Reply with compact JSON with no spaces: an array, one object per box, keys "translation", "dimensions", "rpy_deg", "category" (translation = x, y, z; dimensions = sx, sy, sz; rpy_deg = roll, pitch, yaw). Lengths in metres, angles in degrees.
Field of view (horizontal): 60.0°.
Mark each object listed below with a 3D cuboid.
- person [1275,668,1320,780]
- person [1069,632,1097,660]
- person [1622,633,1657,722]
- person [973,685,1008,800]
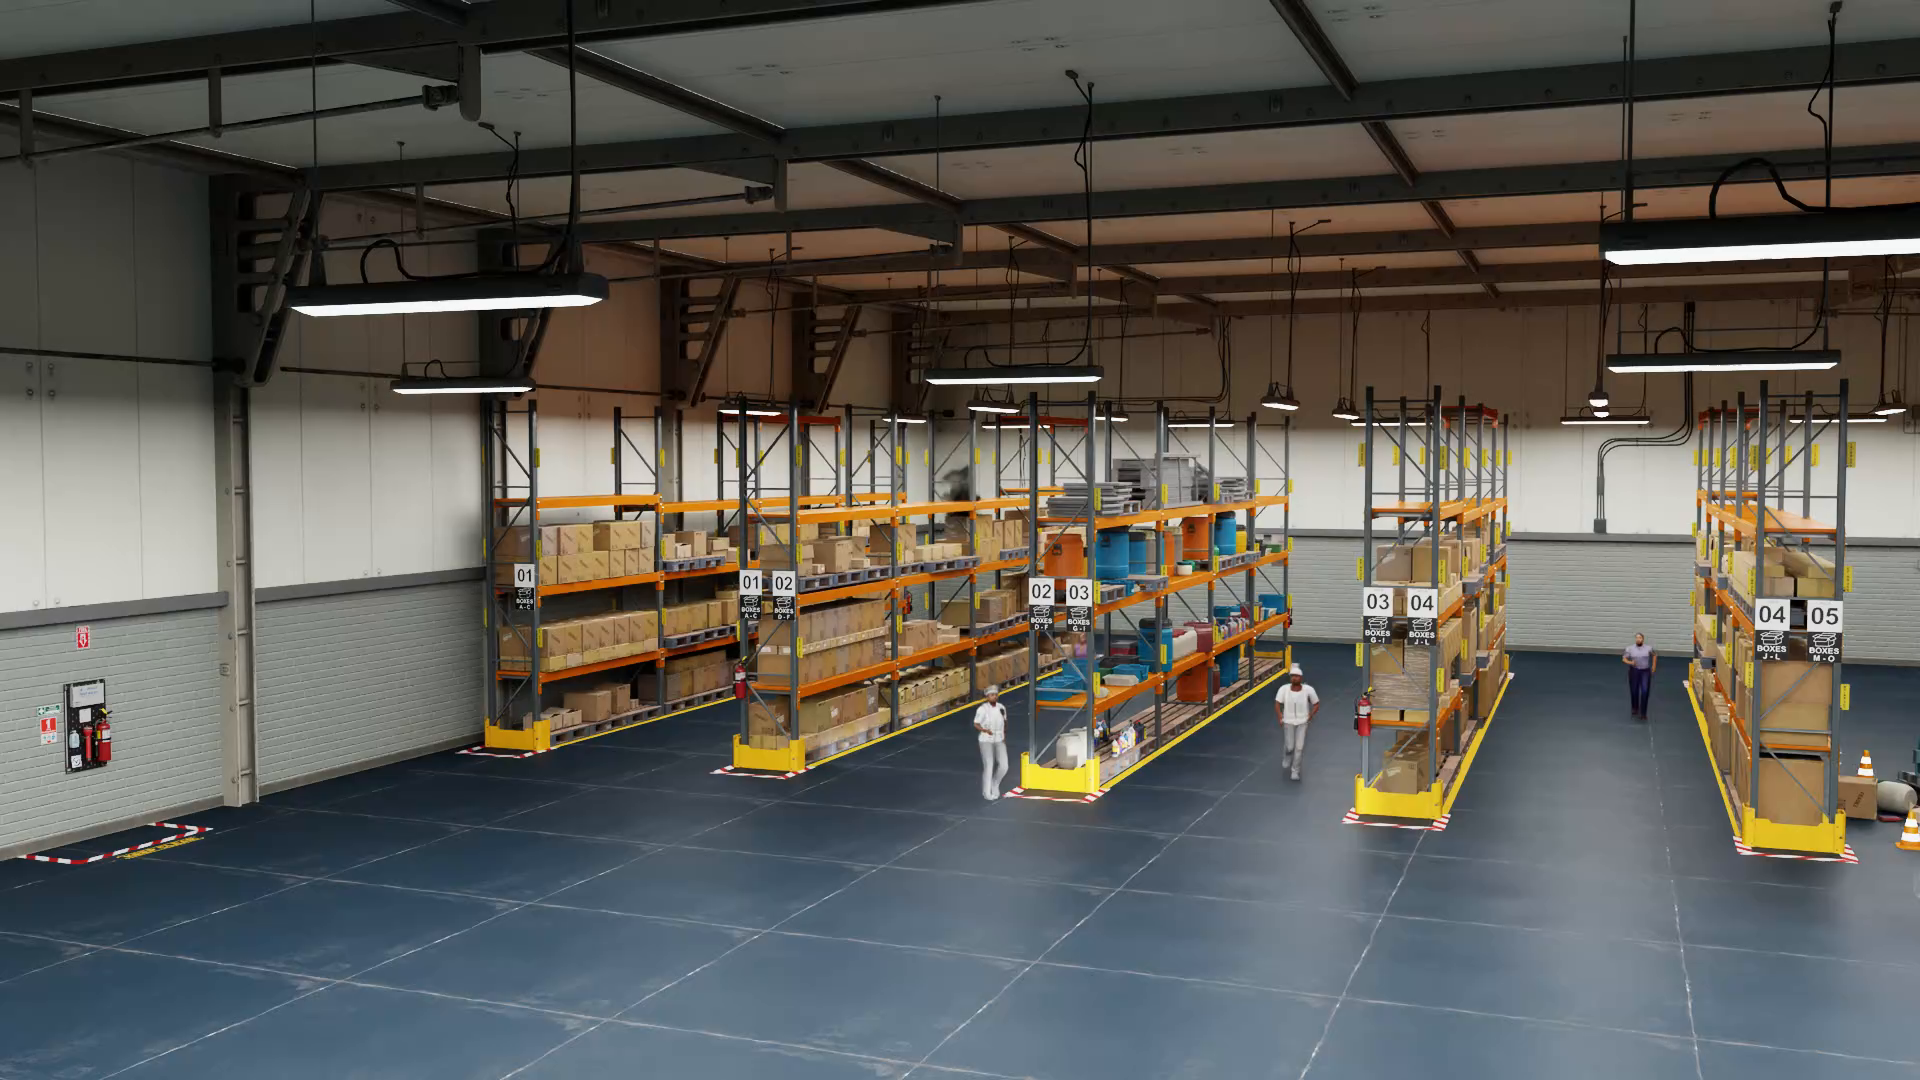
[{"translation":[5.285,2.860,26.047],"dimensions":[0.691,1.734,0.632],"rpy_deg":[1,3,14],"category":"person"},{"translation":[2.414,2.601,32.883],"dimensions":[0.543,1.567,0.530],"rpy_deg":[1,3,17],"category":"person"},{"translation":[13.034,2.619,31.906],"dimensions":[0.607,1.691,0.844],"rpy_deg":[1,3,24],"category":"person"},{"translation":[0.505,2.977,24.357],"dimensions":[0.582,1.681,0.521],"rpy_deg":[-1,3,-21],"category":"person"}]
